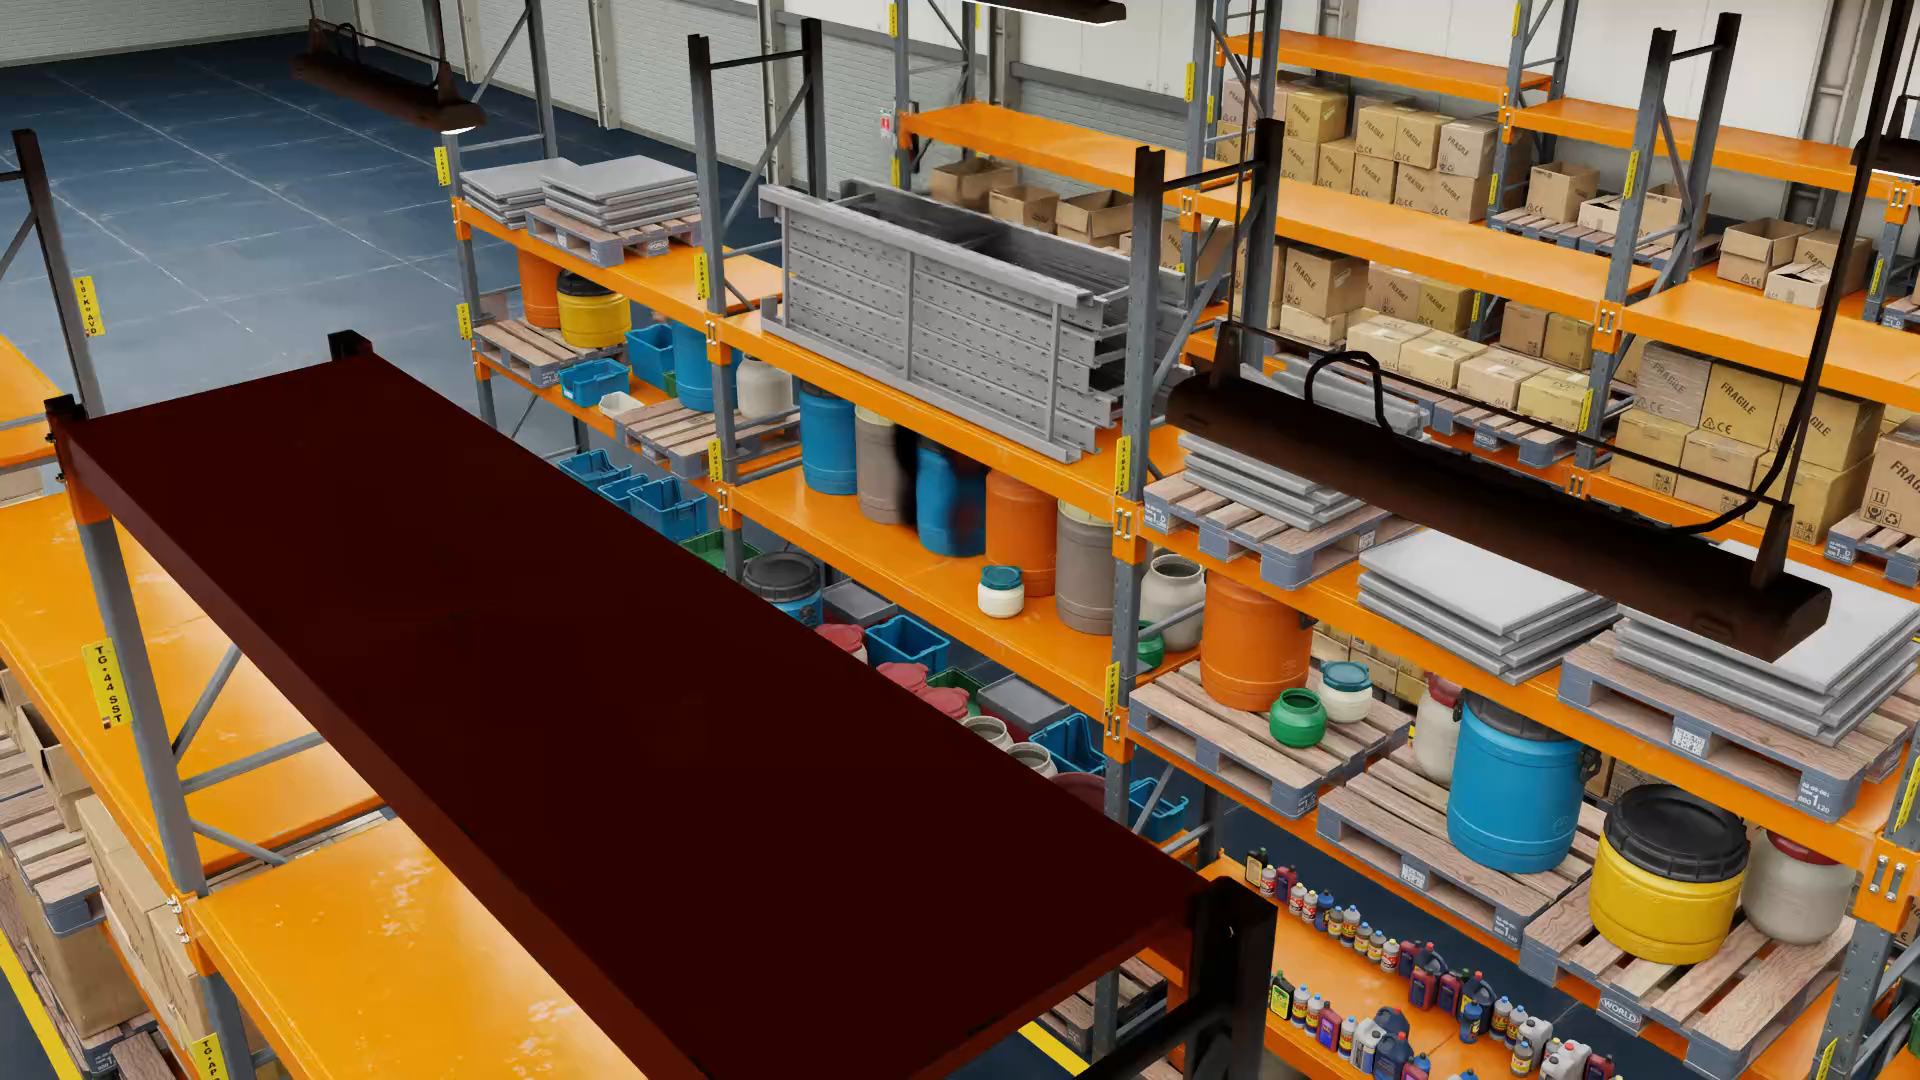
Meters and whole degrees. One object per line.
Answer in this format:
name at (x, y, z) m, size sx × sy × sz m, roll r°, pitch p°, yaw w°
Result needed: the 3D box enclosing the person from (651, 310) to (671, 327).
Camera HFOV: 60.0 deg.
person at (-3.464, -1.963, 19.501) m, size 0.656 × 1.745 × 0.716 m, roll -7°, pitch 28°, yaw -13°
